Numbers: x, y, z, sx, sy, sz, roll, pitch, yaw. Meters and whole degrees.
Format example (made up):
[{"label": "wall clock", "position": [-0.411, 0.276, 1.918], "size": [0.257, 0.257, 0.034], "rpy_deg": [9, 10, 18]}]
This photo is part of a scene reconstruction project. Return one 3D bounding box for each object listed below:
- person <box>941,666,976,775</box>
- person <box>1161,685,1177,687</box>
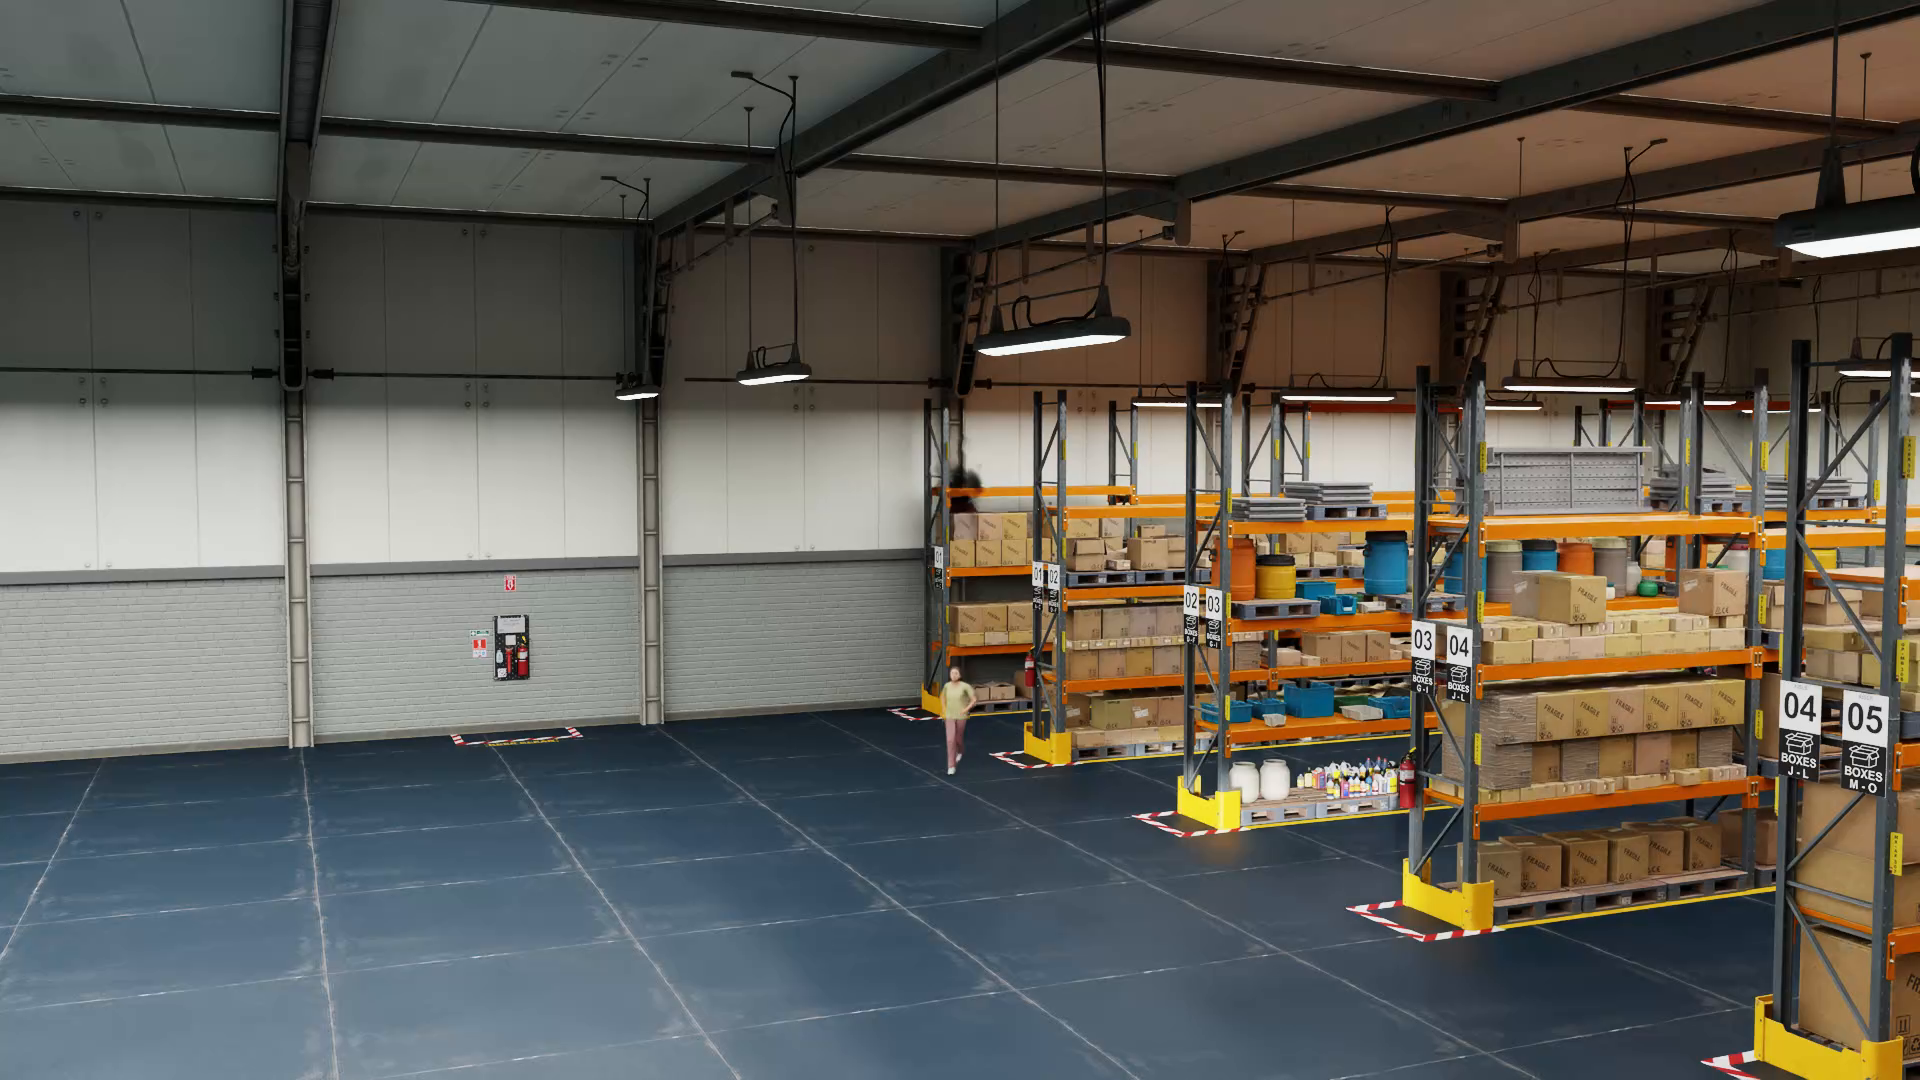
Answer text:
[{"label": "person", "position": [-0.042, 2.791, 26.006], "size": [0.581, 1.655, 0.825], "rpy_deg": [1, 3, 13]}, {"label": "person", "position": [3.800, 2.510, 30.179], "size": [0.678, 1.753, 0.706], "rpy_deg": [-1, 4, -21]}]
